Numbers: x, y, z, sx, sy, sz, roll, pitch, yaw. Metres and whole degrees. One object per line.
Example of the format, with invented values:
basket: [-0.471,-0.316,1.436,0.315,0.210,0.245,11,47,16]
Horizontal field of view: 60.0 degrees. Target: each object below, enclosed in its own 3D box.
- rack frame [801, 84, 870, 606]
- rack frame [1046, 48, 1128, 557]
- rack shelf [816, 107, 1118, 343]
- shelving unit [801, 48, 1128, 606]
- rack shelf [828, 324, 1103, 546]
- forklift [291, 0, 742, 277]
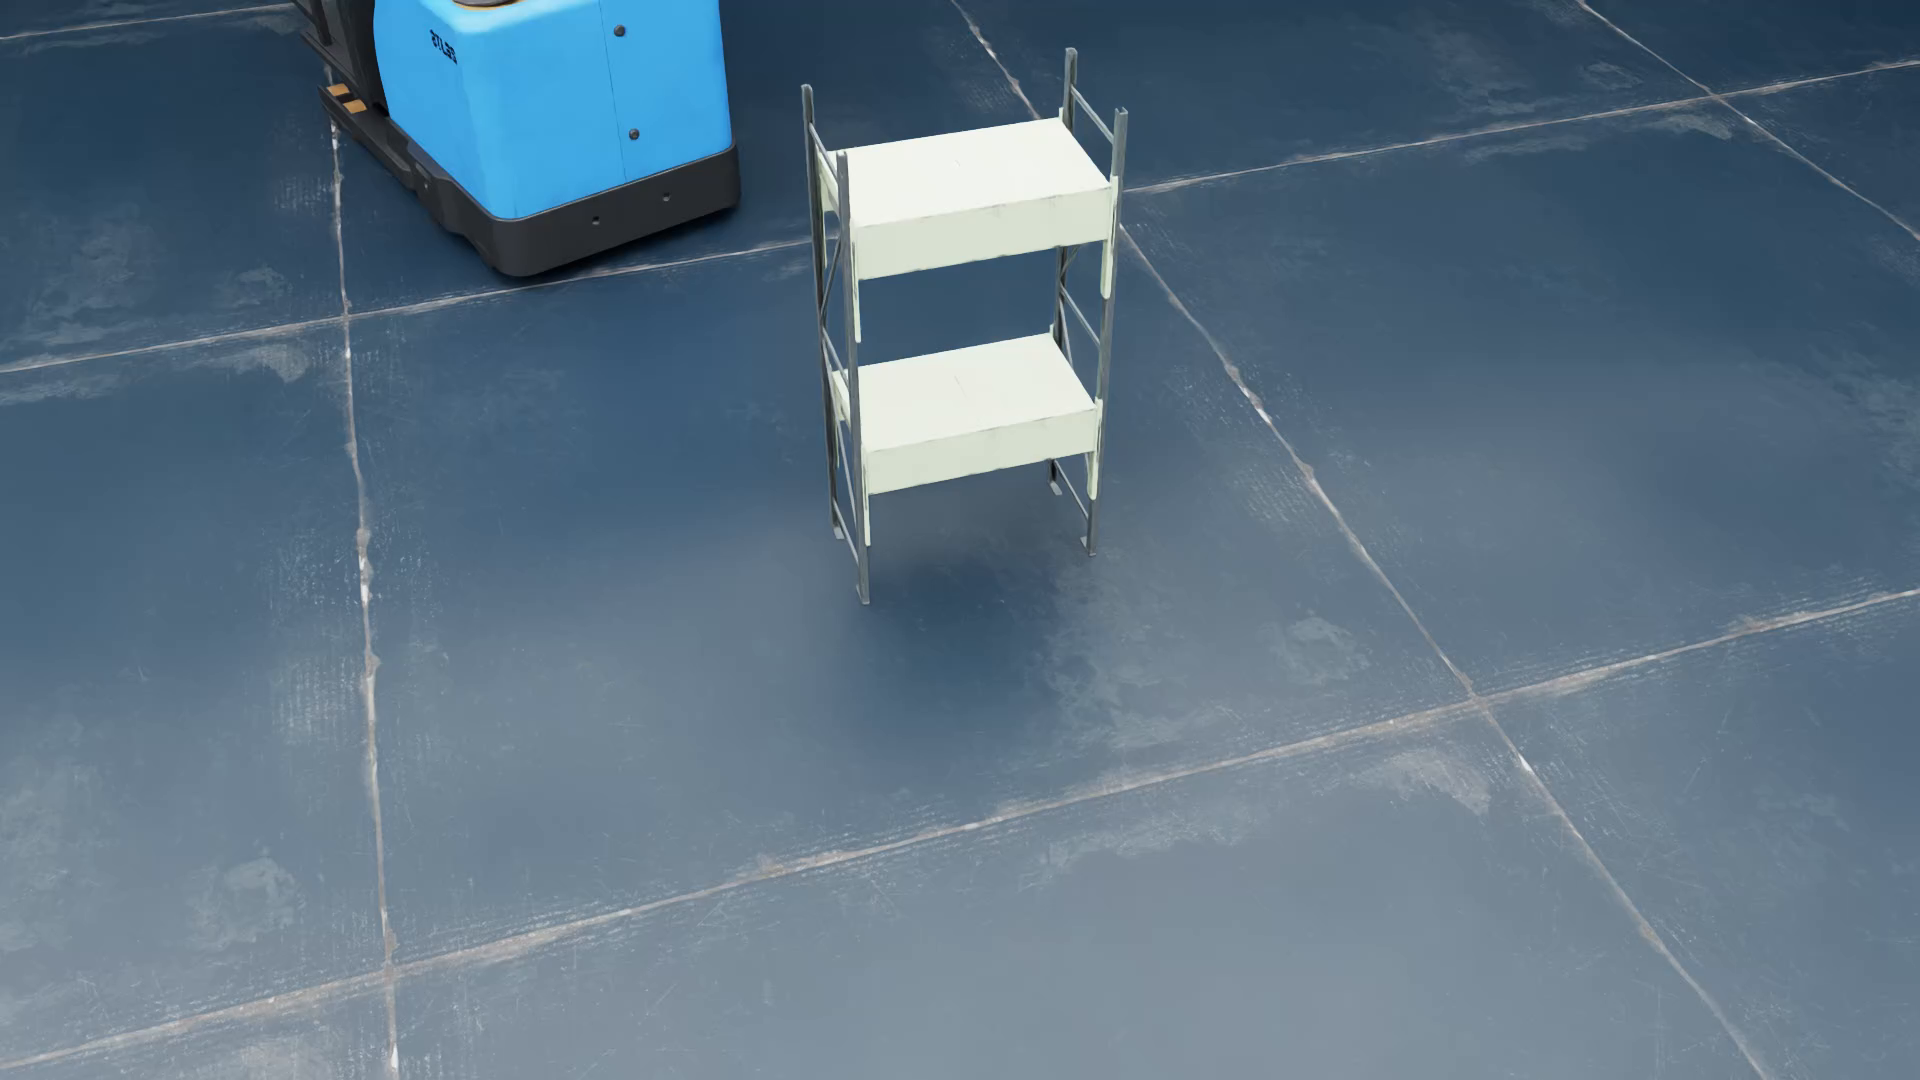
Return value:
rack frame: [-0.343,-0.494,4.675,0.023,1.500,0.400,-12,42,-13]
rack frame: [0.355,-0.638,4.841,0.023,1.500,0.400,-12,42,-13]
rack shelf: [0.006,-0.860,4.501,0.720,0.370,0.431,-12,42,-13]
shelving unit: [0.006,-0.566,4.758,0.755,1.500,0.431,-12,42,-13]
rack shelf: [0.006,-0.321,4.973,0.720,0.370,0.431,-12,42,-13]
forklift: [-2.167,-3.020,6.479,1.130,2.935,3.031,-26,47,-27]
